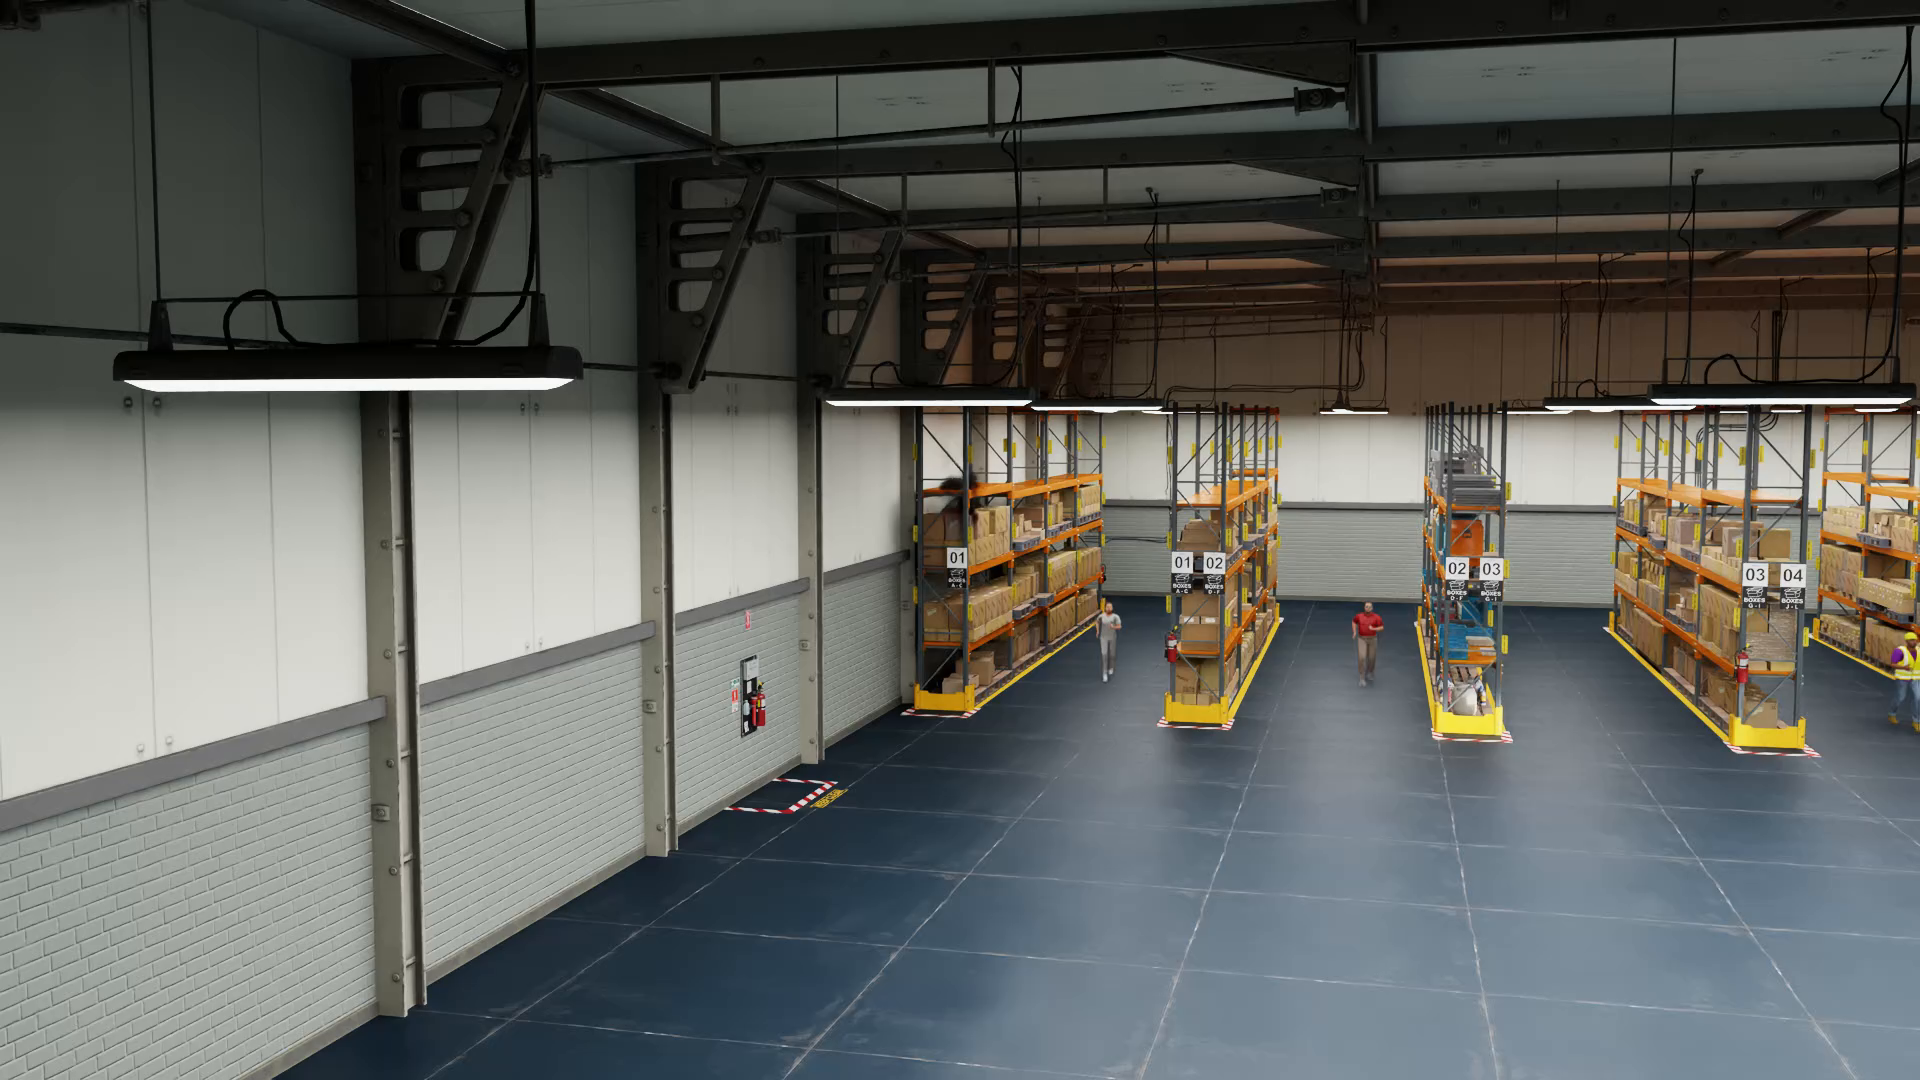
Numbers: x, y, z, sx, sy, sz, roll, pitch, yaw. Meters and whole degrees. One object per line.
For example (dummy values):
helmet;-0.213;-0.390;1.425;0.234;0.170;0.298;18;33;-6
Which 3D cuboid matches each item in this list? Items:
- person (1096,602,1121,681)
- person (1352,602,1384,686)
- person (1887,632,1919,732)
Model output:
person;3.242;2.181;36.323;0.558;1.678;0.940;0;4;5
person;8.761;2.203;35.733;0.653;1.745;0.921;1;4;13
person;17.393;2.574;30.573;0.640;1.795;0.890;0;4;5
